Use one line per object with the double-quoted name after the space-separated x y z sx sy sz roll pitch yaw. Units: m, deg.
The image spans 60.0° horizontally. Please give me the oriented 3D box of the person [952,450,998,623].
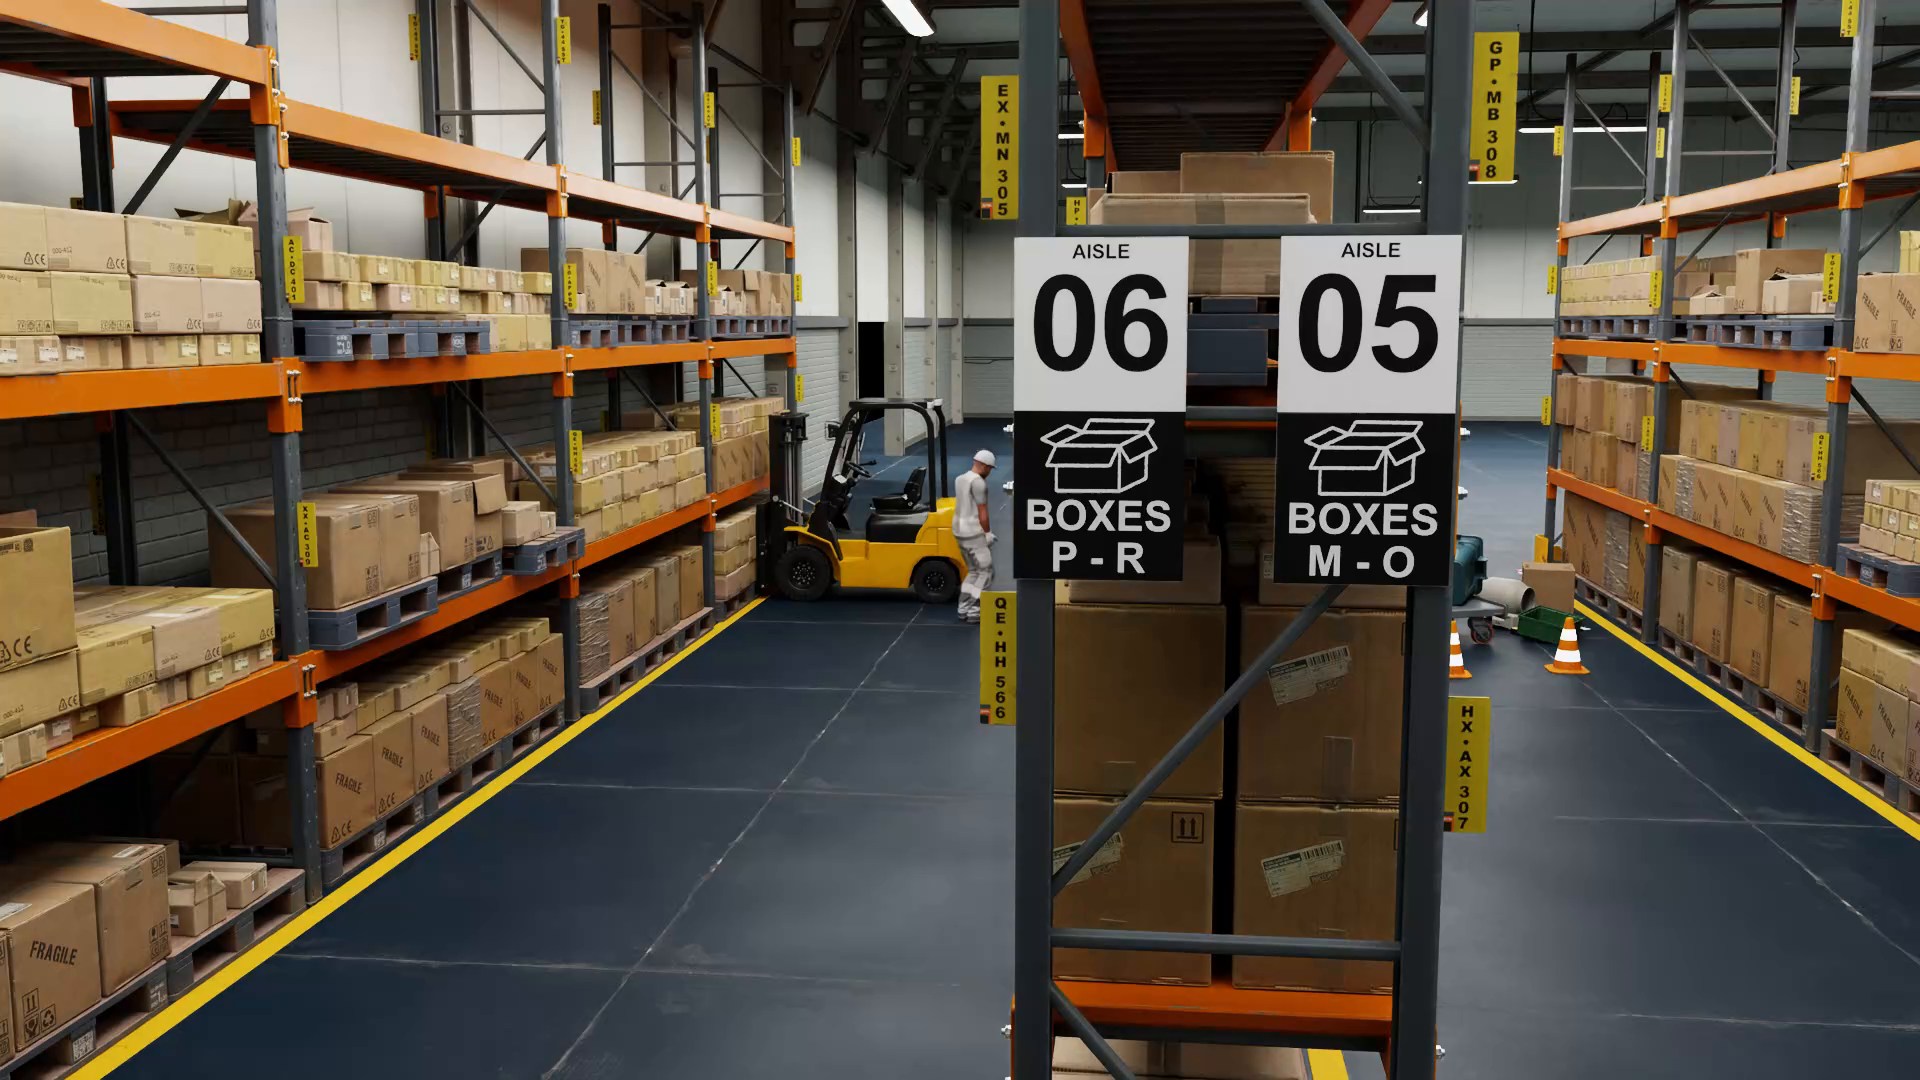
0.160 -0.043 16.780 0.477 1.724 0.547 -3 8 -21 "person"
